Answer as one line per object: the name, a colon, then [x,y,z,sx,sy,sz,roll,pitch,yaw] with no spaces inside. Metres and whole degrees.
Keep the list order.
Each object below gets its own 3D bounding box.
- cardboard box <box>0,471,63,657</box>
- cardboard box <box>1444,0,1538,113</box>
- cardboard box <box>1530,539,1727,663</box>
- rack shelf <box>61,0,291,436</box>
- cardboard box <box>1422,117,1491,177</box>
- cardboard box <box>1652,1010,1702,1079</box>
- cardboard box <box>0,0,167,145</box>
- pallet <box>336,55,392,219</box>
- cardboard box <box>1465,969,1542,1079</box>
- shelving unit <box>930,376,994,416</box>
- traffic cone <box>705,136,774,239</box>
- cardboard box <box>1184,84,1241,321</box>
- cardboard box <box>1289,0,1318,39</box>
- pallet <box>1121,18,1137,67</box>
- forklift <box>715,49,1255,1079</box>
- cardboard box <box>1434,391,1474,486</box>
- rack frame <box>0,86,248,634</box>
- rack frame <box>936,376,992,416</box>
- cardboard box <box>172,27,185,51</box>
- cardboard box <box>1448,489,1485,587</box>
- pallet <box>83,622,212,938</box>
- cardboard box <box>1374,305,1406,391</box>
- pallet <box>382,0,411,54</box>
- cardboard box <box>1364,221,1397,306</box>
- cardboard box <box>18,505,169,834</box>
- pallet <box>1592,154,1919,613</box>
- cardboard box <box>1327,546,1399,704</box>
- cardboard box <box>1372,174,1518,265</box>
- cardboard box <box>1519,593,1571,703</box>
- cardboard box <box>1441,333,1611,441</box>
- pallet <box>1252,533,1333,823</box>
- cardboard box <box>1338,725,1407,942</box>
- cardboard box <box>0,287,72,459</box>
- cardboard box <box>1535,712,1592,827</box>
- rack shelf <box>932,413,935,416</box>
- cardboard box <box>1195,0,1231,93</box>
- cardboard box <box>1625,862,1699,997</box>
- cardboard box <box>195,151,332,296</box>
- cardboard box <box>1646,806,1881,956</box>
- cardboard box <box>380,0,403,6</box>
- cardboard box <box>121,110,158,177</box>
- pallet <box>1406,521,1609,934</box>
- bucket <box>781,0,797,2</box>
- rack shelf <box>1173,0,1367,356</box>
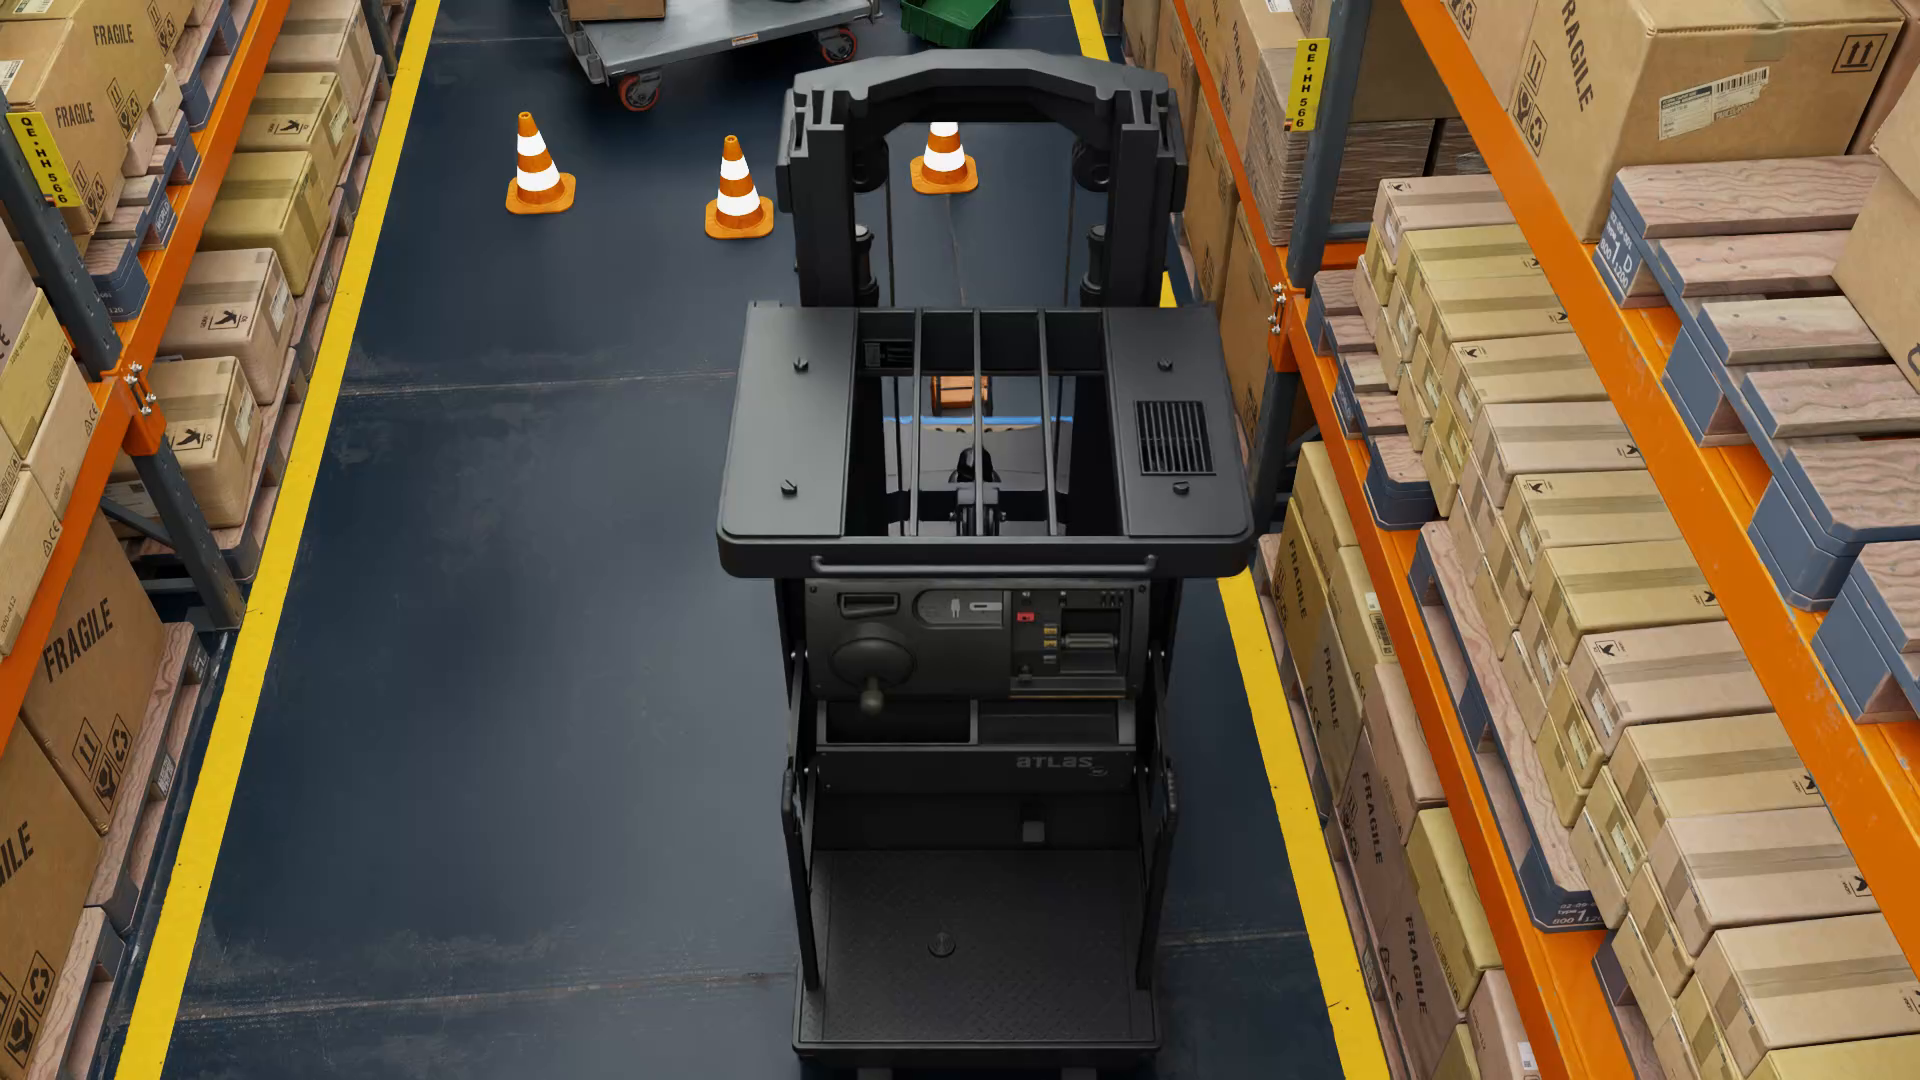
cardboard box: [-2.920,0.075,4.717,0.500,0.250,0.500,-3,47,-3]
cardboard box: [1.476,-1.345,3.823,0.500,0.500,0.500,-3,47,-3]
cardboard box: [1.619,0.145,4.020,0.380,0.149,0.250,-4,47,-4]
rack shelf: [-3.447,-1.895,6.975,1.077,0.370,4.000,-3,47,-3]
cardboard box: [1.876,-1.445,5.984,0.500,0.500,0.500,-3,47,-3]
cardboard box: [1.708,1.123,3.505,0.380,0.149,0.250,-4,47,-3]
cardboard box: [-3.137,-1.693,5.725,0.500,0.500,0.500,-1,47,-1]
pallet: [-3.548,-2.068,8.563,1.003,0.211,1.213,-3,47,-3]
cardboard box: [1.636,1.385,4.288,0.500,0.250,0.500,-1,47,-1]
shelving unit: [0.004,-0.322,6.332,0.215,1.050,0.252,-3,47,-3]
traffic cone: [-1.095,-1.756,8.095,0.336,0.463,0.334,-3,47,-3]
cardboard box: [1.607,-1.519,7.383,1.050,0.750,0.750,-3,47,-3]
cardboard box: [1.573,-2.139,5.953,0.700,0.500,0.500,-4,47,-4]
pallet: [1.450,-2.451,8.926,1.003,0.211,1.213,-3,47,-3]
forklift: [0.050,0.375,4.376,1.130,2.935,3.031,0,47,0]
cardboard box: [1.557,-0.297,4.644,0.380,0.149,0.250,-3,47,-3]
rack frame: [-3.279,-0.696,5.343,1.000,3.000,0.127,-3,47,-3]
rack frame: [0.015,-0.234,6.249,0.200,1.050,0.008,-3,47,-3]
cardboard box: [-3.251,-1.979,6.443,0.380,0.149,0.250,-2,47,-2]
cardboard box: [1.575,-0.015,4.582,0.380,0.149,0.250,-2,47,-2]
pallet: [-3.288,0.838,5.811,1.003,0.211,1.213,-3,47,-3]
cardboard box: [1.503,-0.598,5.134,0.380,0.149,0.250,-1,47,-1]
pallet: [-3.706,-3.115,9.554,1.003,0.211,1.213,-3,47,-3]
cardboard box: [1.485,-0.868,5.185,0.380,0.149,0.250,-2,47,-2]
cardboard box: [-3.304,0.395,5.484,0.875,0.875,0.875,-4,47,-4]
pallet: [1.944,-0.346,3.075,1.213,0.211,1.003,-3,47,-3]
cardboard box: [1.504,0.268,5.346,0.500,0.250,0.500,-4,47,-4]
cardboard box: [1.491,-0.983,5.089,0.380,0.149,0.250,-3,47,-3]
cardboard box: [1.621,0.259,4.118,0.380,0.149,0.250,-2,47,-2]
cardboard box: [1.553,-0.423,4.558,0.380,0.149,0.250,-5,47,-5]
pallet: [1.709,0.455,6.174,1.003,0.211,1.213,-3,47,-3]
cardboard box: [1.543,0.907,5.257,0.500,0.500,0.500,-5,47,-4]
cardboard box: [-2.986,-0.481,4.899,0.500,0.250,0.500,-4,47,-3]
cardboard box: [1.637,0.549,4.048,0.380,0.149,0.250,-2,47,-2]
rack shelf: [0.004,-0.315,6.340,0.215,0.259,0.240,-3,47,-3]
cardboard box: [1.257,-2.136,6.638,0.500,0.500,0.500,-4,47,-4]
cardboard box: [1.681,0.820,3.586,0.380,0.149,0.250,-5,47,-5]
cardboard box: [-3.444,-1.428,7.557,0.950,0.372,0.625,-2,47,-2]
cardboard box: [1.686,0.712,3.484,0.380,0.149,0.250,-4,47,-3]
cardboard box: [-3.395,-3.232,9.350,0.500,0.250,0.500,-5,47,-5]
cardboard box: [-3.088,-1.408,5.901,0.380,0.149,0.250,-6,47,-6]
pallet: [1.851,0.426,4.413,1.003,0.211,1.213,-3,47,-3]
bucket: [-0.999,-3.319,9.035,0.726,0.611,0.620,11,58,10]
rack shelf: [1.477,-2.269,7.329,1.077,0.370,4.000,-3,47,-3]
